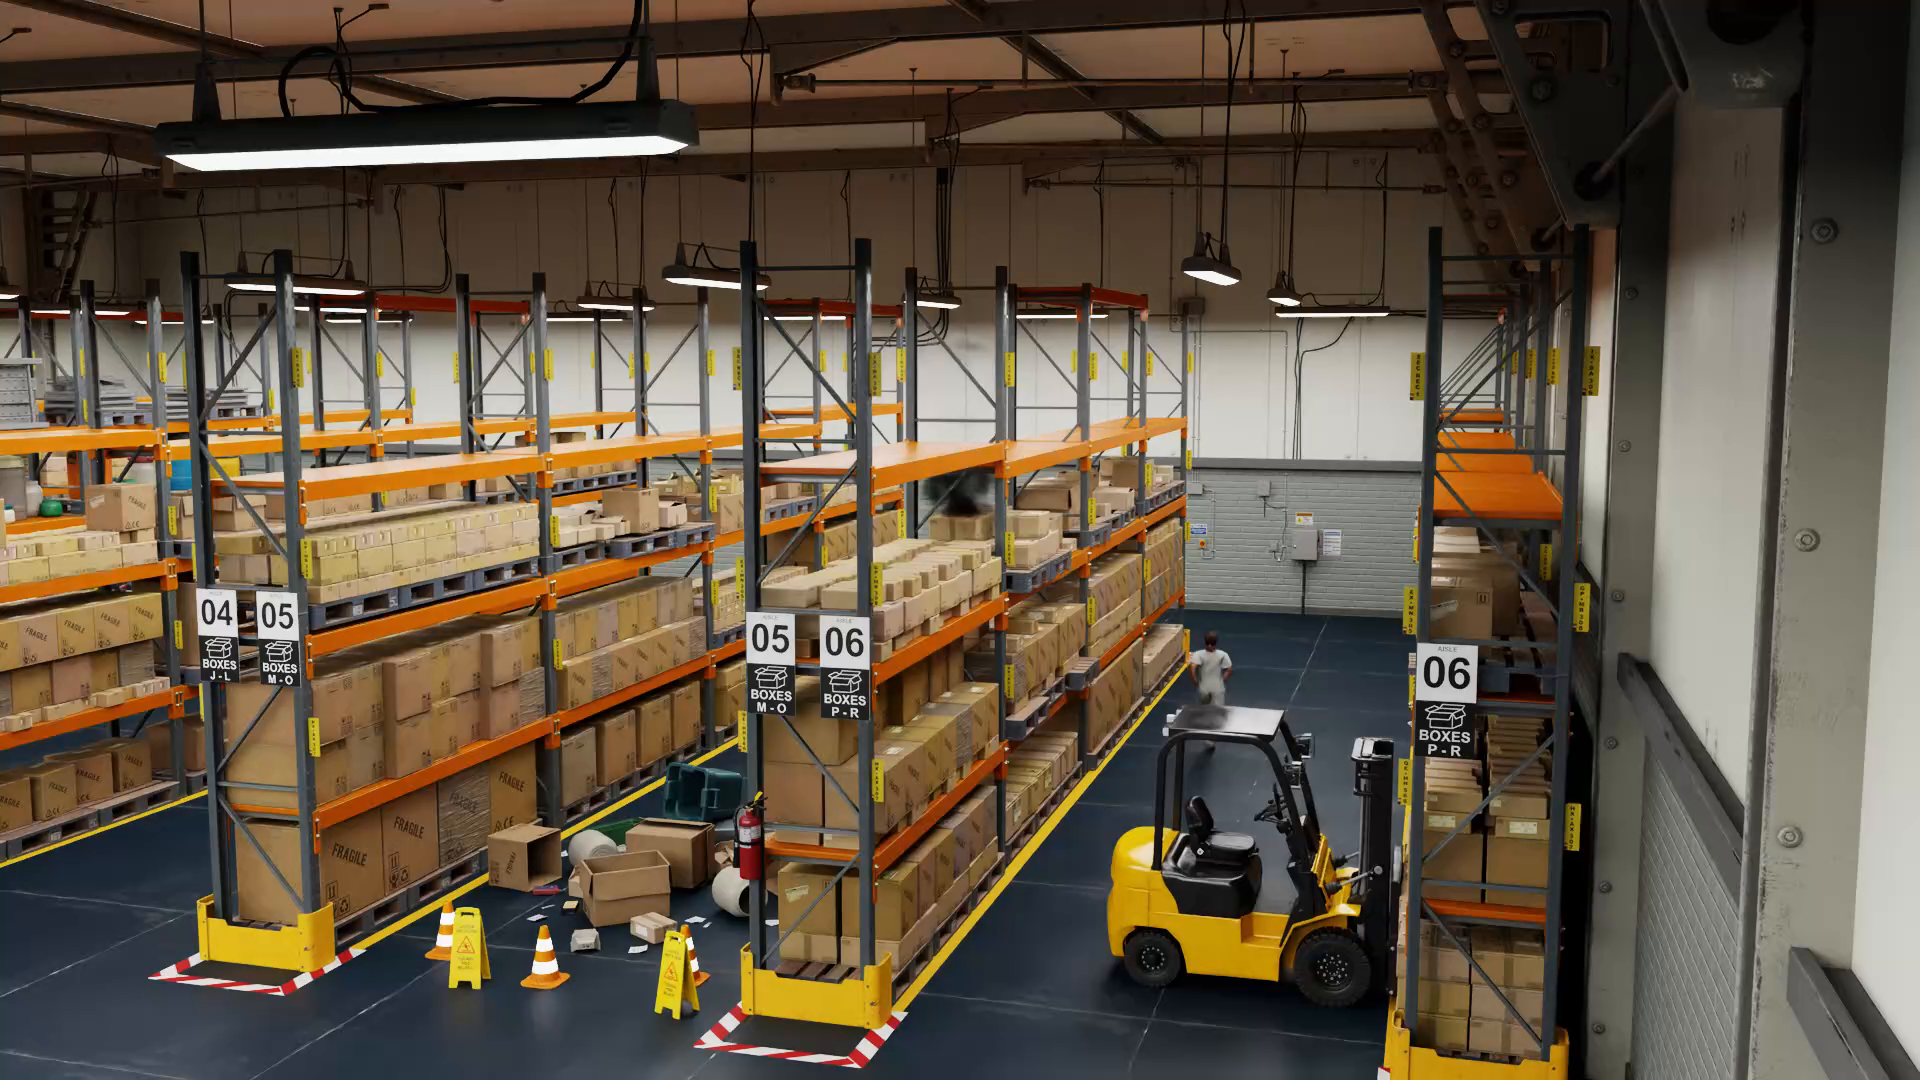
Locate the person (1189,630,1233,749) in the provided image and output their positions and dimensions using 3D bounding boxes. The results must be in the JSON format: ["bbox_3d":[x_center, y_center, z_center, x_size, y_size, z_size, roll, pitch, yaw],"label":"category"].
[{"bbox_3d":[3.229,1.980,21.372,0.540,1.660,1.071,2,7,17],"label":"person"}]
